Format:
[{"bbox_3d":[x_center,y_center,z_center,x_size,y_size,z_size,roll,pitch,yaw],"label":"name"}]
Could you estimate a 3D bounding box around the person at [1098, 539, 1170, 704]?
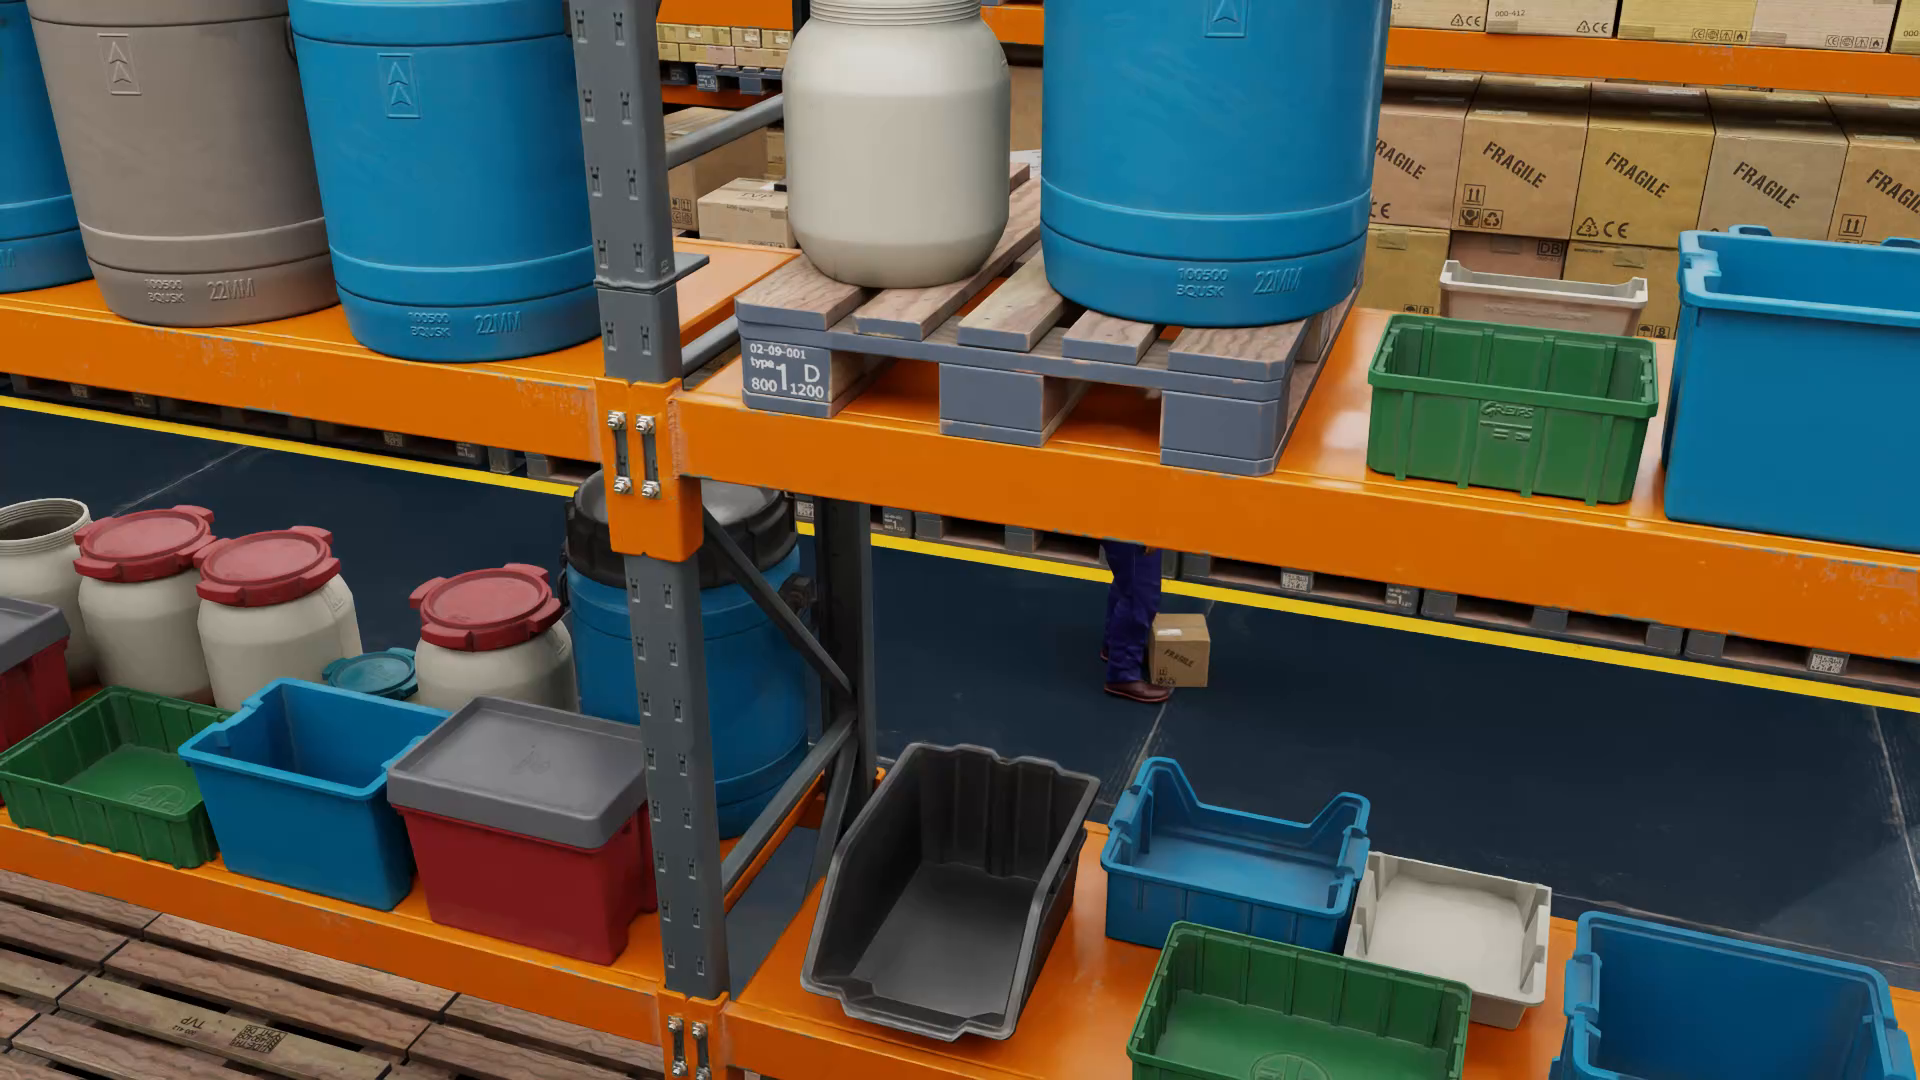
[{"bbox_3d":[0.773,-0.120,7.368,0.372,1.652,0.539,1,26,1],"label":"person"}]
